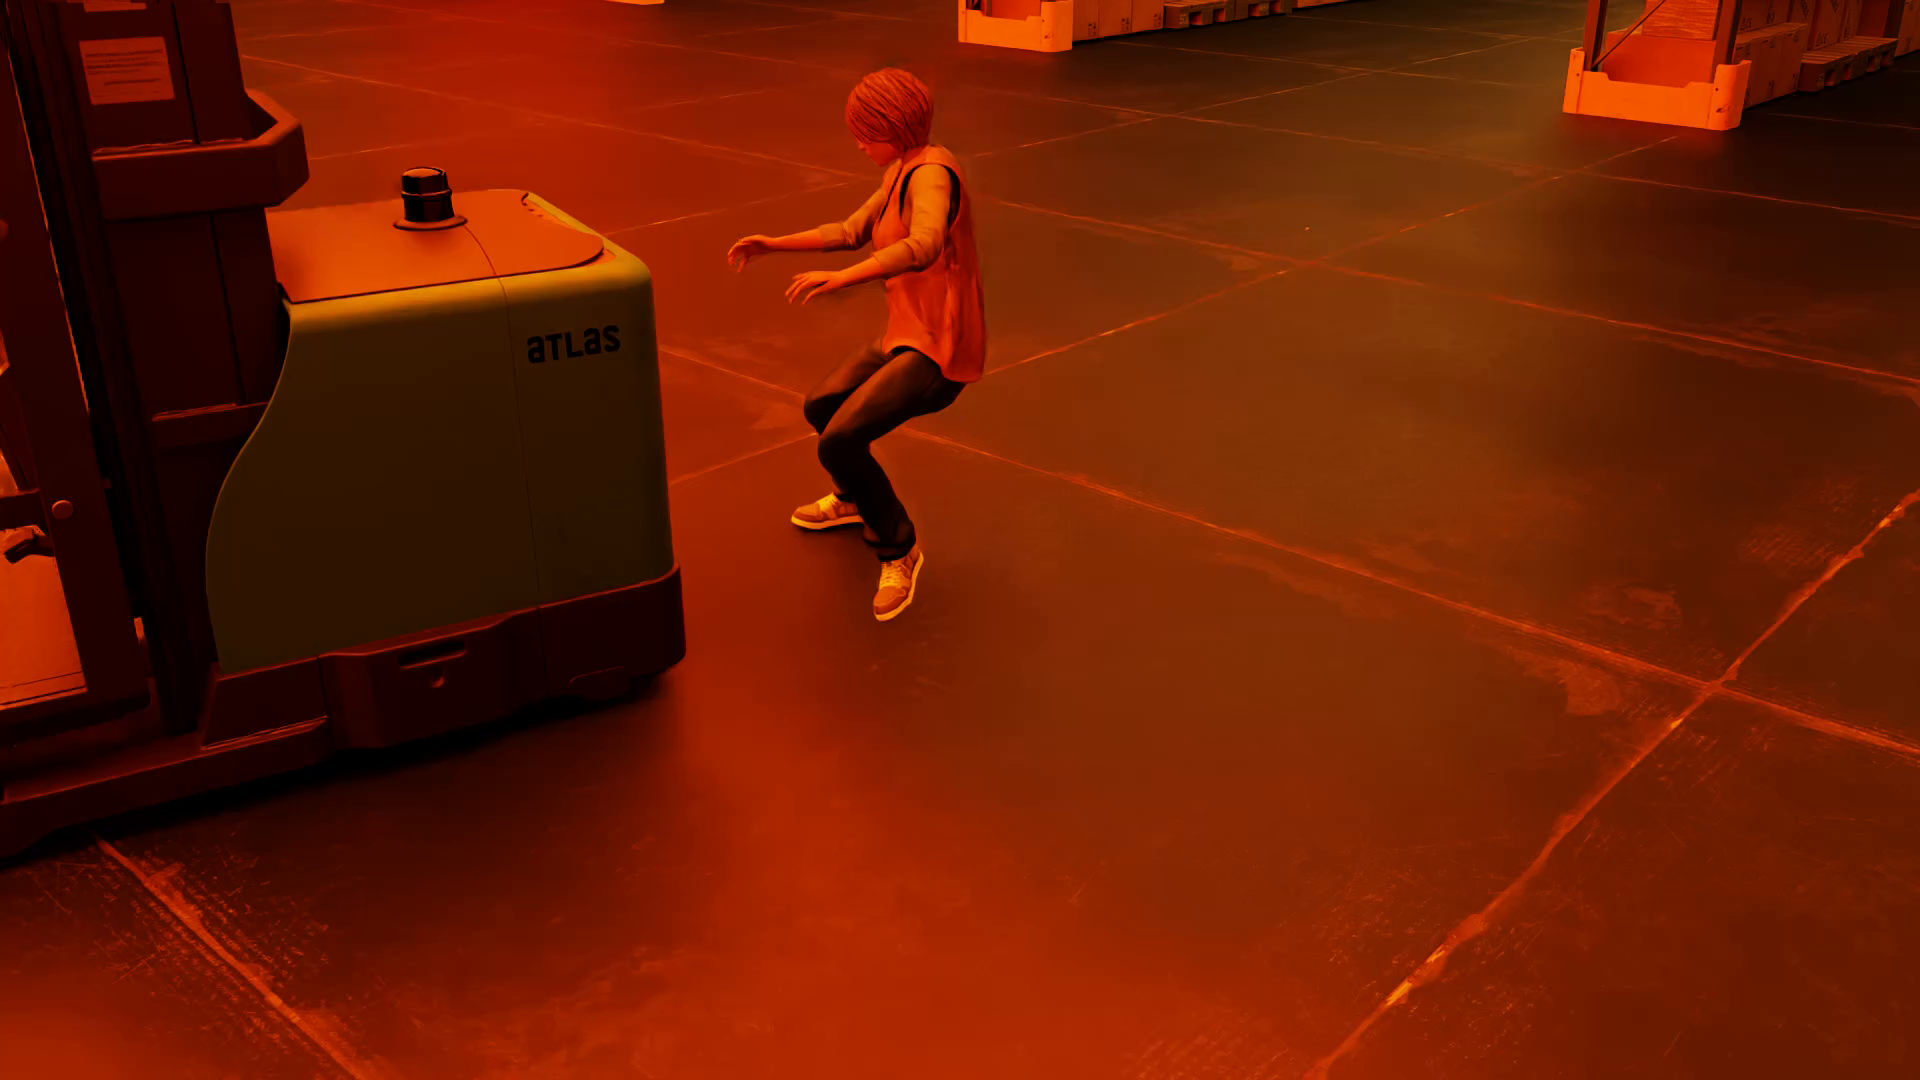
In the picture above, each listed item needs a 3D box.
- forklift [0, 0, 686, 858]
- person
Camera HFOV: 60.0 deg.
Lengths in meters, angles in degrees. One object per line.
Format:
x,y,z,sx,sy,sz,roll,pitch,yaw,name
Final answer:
-2.220,-0.855,3.278,3.031,2.935,1.130,-13,27,-27,forklift
-0.273,-0.534,4.477,0.674,1.374,0.877,-3,24,-8,person
